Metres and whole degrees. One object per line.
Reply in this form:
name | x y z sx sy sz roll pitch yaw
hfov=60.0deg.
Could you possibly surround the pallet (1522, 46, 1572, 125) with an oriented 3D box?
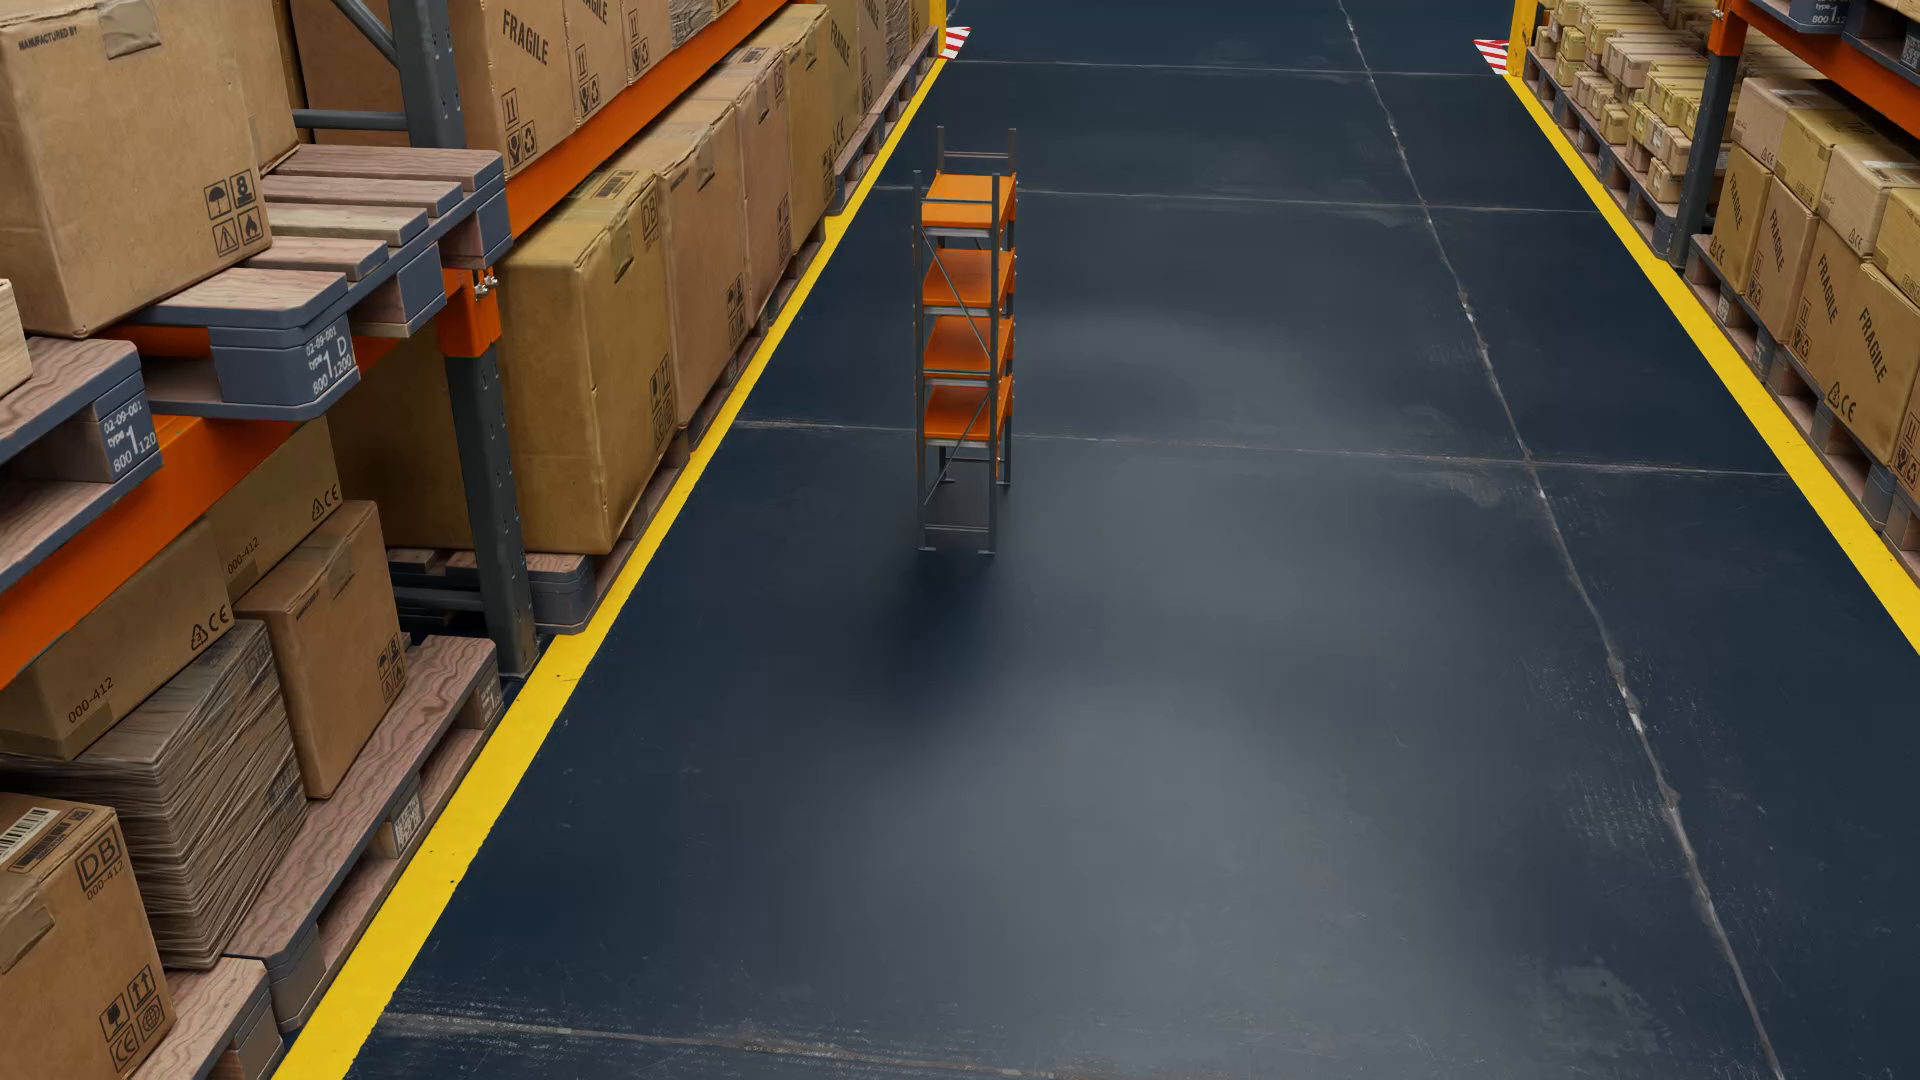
pallet | 4.072 -2.778 10.184 1.003 0.211 1.213 3 28 6

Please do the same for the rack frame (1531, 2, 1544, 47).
rack frame | 4.216 -4.422 10.295 1.000 3.000 0.127 3 28 6

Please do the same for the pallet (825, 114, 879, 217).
pallet | -1.013 -2.000 8.741 1.003 0.211 1.213 3 28 6

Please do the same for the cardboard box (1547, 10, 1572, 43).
cardboard box | 3.808 -3.125 10.138 0.380 0.149 0.250 3 28 6

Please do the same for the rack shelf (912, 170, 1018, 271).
rack shelf | 0.020 -0.952 4.924 0.258 0.148 0.480 3 28 6

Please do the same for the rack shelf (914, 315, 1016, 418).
rack shelf | 0.020 -0.547 5.142 0.258 0.148 0.480 3 28 6

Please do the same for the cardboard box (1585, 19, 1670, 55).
cardboard box | 3.673 -2.766 9.157 0.380 0.149 0.250 4 29 7

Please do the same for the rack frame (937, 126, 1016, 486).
rack frame | 0.050 -0.721 5.323 0.240 1.200 0.015 3 28 6

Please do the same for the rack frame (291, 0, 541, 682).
rack frame | -1.674 -0.992 3.928 1.000 3.000 0.127 3 28 6

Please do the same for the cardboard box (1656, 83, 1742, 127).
cardboard box | 3.503 -2.036 7.802 0.380 0.149 0.250 4 29 7

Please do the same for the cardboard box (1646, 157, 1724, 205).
cardboard box | 3.436 -1.673 7.756 0.380 0.149 0.250 4 29 7

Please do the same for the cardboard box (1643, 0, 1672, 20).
cardboard box | 4.315 -3.235 10.027 0.380 0.149 0.250 4 29 7

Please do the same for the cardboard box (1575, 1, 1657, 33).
cardboard box | 3.794 -3.017 9.623 0.380 0.149 0.250 2 28 4

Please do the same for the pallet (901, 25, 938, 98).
pallet | -0.714 -3.149 10.872 1.003 0.211 1.213 3 28 6

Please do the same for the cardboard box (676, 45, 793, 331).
cardboard box | -1.351 -1.401 6.485 1.225 0.875 0.875 2 28 4

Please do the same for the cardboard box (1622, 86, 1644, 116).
cardboard box | 3.625 -2.255 8.523 0.380 0.149 0.250 4 29 7

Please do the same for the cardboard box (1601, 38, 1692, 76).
cardboard box | 3.598 -2.531 8.722 0.380 0.149 0.250 2 28 4

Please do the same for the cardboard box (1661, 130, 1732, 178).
cardboard box | 3.449 -1.766 7.615 0.380 0.149 0.250 4 29 7

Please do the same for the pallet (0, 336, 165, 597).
pallet | -1.876 0.027 2.240 1.003 0.211 1.213 3 28 6

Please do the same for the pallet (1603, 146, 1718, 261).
pallet | 3.773 -1.629 8.052 1.003 0.211 1.213 3 28 6

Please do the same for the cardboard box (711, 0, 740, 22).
cardboard box | -1.095 -2.204 6.073 0.500 0.500 0.500 3 28 6

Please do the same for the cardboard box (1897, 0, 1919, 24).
cardboard box | 3.002 -1.593 4.866 0.380 0.149 0.250 4 29 8

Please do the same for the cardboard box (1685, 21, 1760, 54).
cardboard box | 4.195 -2.740 9.109 0.380 0.149 0.250 2 28 4

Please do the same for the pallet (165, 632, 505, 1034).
pallet | -1.772 0.604 3.907 1.003 0.211 1.213 3 28 6

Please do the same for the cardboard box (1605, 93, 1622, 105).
cardboard box | 3.661 -2.279 8.881 0.380 0.149 0.250 4 29 7

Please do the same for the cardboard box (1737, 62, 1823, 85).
cardboard box | 4.058 -2.253 8.205 0.380 0.149 0.250 3 28 5

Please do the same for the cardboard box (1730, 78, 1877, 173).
cardboard box | 3.373 -1.621 6.498 0.500 0.250 0.500 2 28 4

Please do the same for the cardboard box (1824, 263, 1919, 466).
cardboard box | 3.173 -0.559 5.318 0.500 0.500 0.500 2 28 4

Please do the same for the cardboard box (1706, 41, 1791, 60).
cardboard box | 4.121 -2.501 8.665 0.380 0.149 0.250 2 28 4

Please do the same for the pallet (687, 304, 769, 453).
pallet | -1.351 -0.704 6.333 1.003 0.211 1.213 3 28 6

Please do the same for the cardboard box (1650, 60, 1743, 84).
cardboard box | 3.636 -2.271 8.238 0.380 0.149 0.250 4 29 8

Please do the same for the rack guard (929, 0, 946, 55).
rack guard | -0.691 -3.668 11.532 1.175 0.500 0.348 3 28 6

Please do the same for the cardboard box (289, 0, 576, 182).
cardboard box | -1.345 -1.249 4.300 0.500 0.500 0.500 4 29 8

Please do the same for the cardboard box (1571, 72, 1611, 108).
cardboard box | 3.666 -2.526 9.340 0.380 0.149 0.250 2 28 4

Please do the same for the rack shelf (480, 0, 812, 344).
rack shelf | -1.429 -1.616 5.846 1.077 0.370 4.000 3 28 6

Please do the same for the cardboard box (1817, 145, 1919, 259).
cardboard box | 3.244 -1.130 5.587 0.500 0.250 0.500 4 29 8

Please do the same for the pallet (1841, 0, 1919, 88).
pallet | 3.438 -1.506 5.084 1.003 0.211 1.213 3 28 6

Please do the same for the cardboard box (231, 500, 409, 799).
cardboard box | -1.737 0.232 3.829 0.700 0.500 0.500 2 28 4

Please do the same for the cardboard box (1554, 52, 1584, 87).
cardboard box | 3.720 -2.764 9.781 0.380 0.149 0.250 4 29 7

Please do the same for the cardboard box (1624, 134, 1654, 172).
cardboard box | 3.519 -1.919 8.212 0.380 0.149 0.250 2 28 5

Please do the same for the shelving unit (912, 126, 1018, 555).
shelving unit | 0.020 -0.606 5.110 0.258 1.200 0.503 3 28 6

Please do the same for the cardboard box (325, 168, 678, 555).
cardboard box | -1.569 -0.565 4.933 1.225 0.875 0.875 2 28 4

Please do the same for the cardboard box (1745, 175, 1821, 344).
cardboard box | 3.309 -1.042 6.214 0.500 0.500 0.500 5 29 8

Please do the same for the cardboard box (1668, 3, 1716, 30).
cardboard box | 4.315 -2.987 9.568 0.380 0.149 0.250 2 28 4

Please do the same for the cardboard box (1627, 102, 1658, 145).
cardboard box | 3.485 -2.022 8.089 0.380 0.149 0.250 2 28 4

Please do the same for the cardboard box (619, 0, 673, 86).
cardboard box | -1.225 -1.733 5.199 0.500 0.500 0.500 3 28 5

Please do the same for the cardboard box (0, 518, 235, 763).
cardboard box | -1.782 0.152 3.186 0.500 0.250 0.500 7 29 12

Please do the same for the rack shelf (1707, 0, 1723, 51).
rack shelf | 3.971 -3.164 8.718 1.077 0.370 4.000 3 28 6

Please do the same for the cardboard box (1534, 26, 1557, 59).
cardboard box | 3.834 -3.123 10.448 0.380 0.149 0.250 4 29 7

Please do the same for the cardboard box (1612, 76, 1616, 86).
cardboard box | 3.753 -2.503 8.983 0.380 0.149 0.250 5 29 9

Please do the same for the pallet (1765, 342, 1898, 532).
pallet | 3.485 -0.369 5.712 1.003 0.211 1.213 3 28 6

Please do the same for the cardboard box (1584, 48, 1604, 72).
cardboard box | 3.788 -2.760 9.460 0.380 0.149 0.250 2 28 4

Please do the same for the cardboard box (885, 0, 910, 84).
cardboard box | -0.805 -3.273 9.960 0.875 0.875 0.875 3 28 6

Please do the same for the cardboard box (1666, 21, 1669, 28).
cardboard box | 4.373 -2.973 9.855 0.380 0.149 0.250 2 28 4

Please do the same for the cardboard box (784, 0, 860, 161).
cardboard box | -1.024 -2.430 8.396 0.875 0.875 0.875 3 28 6

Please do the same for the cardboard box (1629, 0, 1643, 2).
cardboard box | 3.900 -3.250 10.055 0.380 0.149 0.250 4 29 7

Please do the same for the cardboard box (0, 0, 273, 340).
cardboard box | -1.670 -0.696 2.830 0.700 0.500 0.500 8 29 14

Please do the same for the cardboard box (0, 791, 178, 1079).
cardboard box | -1.855 0.761 2.847 0.700 0.500 0.500 6 29 10
